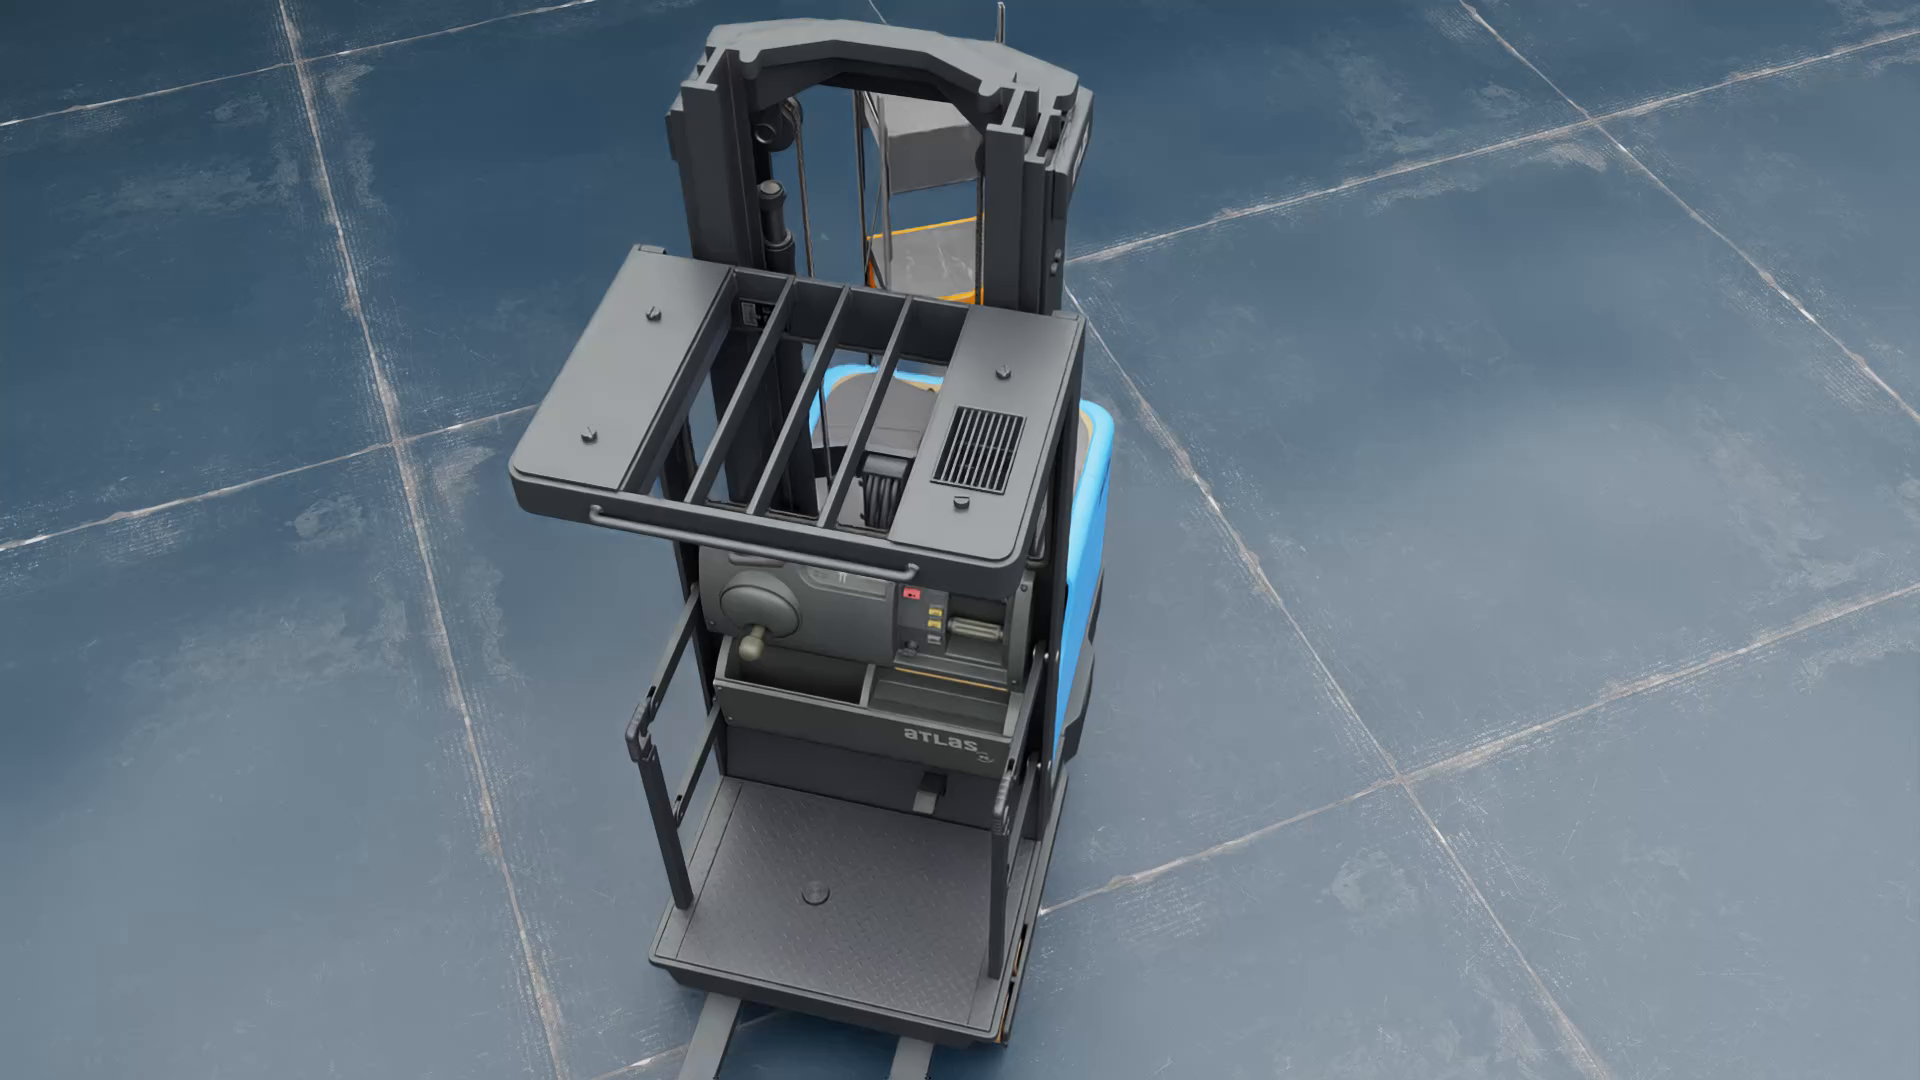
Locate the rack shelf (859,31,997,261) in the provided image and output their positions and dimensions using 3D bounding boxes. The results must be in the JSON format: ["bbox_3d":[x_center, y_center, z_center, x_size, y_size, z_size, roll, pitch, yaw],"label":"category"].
[{"bbox_3d":[-0.053,-1.279,5.400,0.480,0.518,0.431,-12,50,-10],"label":"rack shelf"}]

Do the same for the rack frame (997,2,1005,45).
[{"bbox_3d":[0.182,-0.882,5.964,0.015,2.100,0.400,-12,50,-10],"label":"rack frame"}]

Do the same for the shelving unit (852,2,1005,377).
[{"bbox_3d":[-0.053,-0.832,5.921,0.503,2.100,0.431,-12,50,-10],"label":"shelving unit"}]

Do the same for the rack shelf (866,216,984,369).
[{"bbox_3d":[-0.053,-0.823,5.931,0.480,0.518,0.431,-12,50,-10],"label":"rack shelf"}]

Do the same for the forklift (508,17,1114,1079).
[{"bbox_3d":[-0.312,0.292,4.408,1.130,2.935,3.031,10,50,9],"label":"forklift"}]

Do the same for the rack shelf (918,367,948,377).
[{"bbox_3d":[-0.053,-0.367,6.462,0.480,0.518,0.431,-12,50,-10],"label":"rack shelf"}]

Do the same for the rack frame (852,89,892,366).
[{"bbox_3d":[-0.288,-0.781,5.878,0.015,2.100,0.400,-12,50,-10],"label":"rack frame"}]
